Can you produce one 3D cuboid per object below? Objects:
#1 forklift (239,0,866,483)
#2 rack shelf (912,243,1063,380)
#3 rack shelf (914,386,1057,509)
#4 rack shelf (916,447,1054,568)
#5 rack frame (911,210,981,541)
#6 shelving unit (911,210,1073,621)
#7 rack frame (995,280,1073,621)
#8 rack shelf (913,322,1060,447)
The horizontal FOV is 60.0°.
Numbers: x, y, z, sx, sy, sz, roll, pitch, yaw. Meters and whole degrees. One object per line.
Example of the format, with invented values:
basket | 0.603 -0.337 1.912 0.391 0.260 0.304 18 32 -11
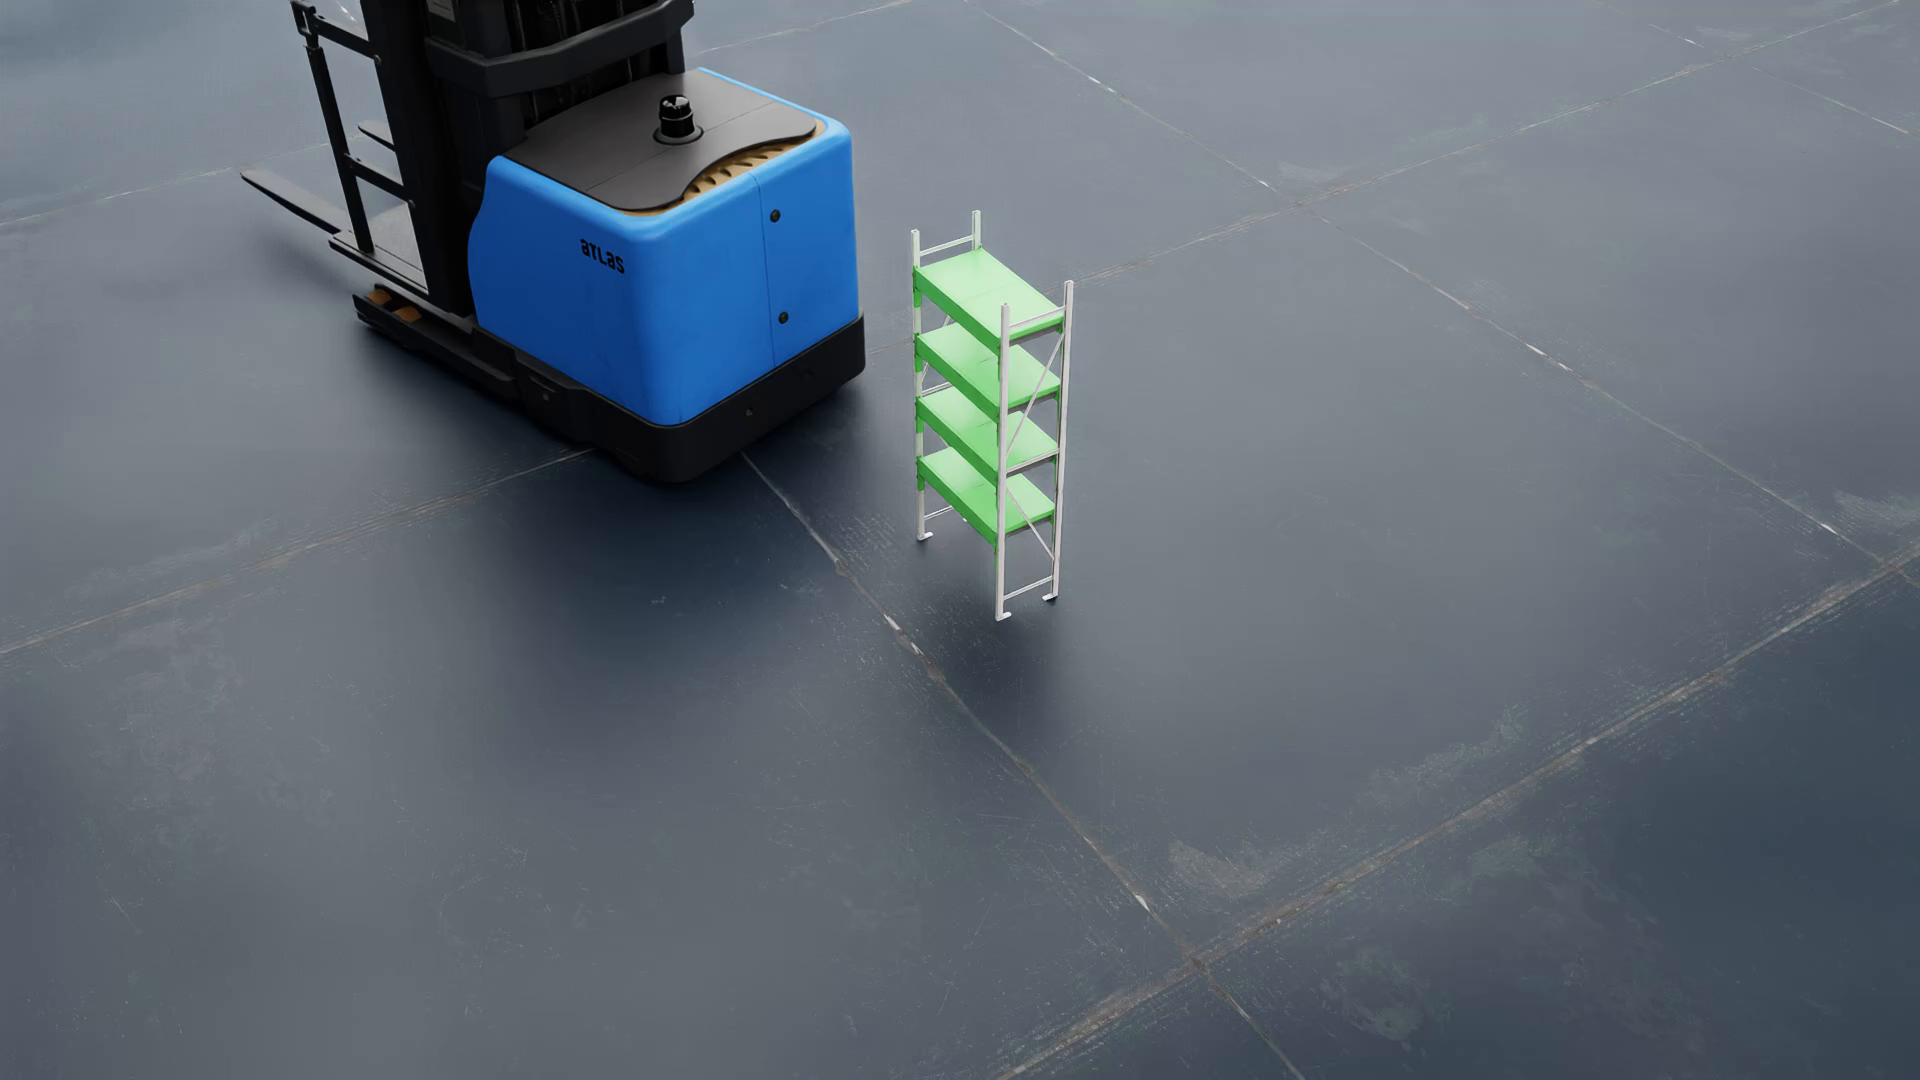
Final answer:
forklift | -1.819 -2.126 6.011 3.031 2.935 1.130 28 47 30
rack shelf | 0.089 -0.691 4.992 0.258 0.148 0.480 -22 45 -24
rack shelf | 0.089 -0.323 5.300 0.258 0.148 0.480 -22 45 -24
rack shelf | 0.089 -0.138 5.453 0.258 0.148 0.480 -22 45 -24
rack frame | -0.042 -0.503 5.417 0.240 1.200 0.015 -22 45 -24
shelving unit | 0.089 -0.372 5.259 0.258 1.200 0.503 -22 45 -24
rack frame | 0.220 -0.240 5.101 0.240 1.200 0.015 -22 45 -24
rack shelf | 0.089 -0.507 5.146 0.258 0.148 0.480 -22 45 -24
